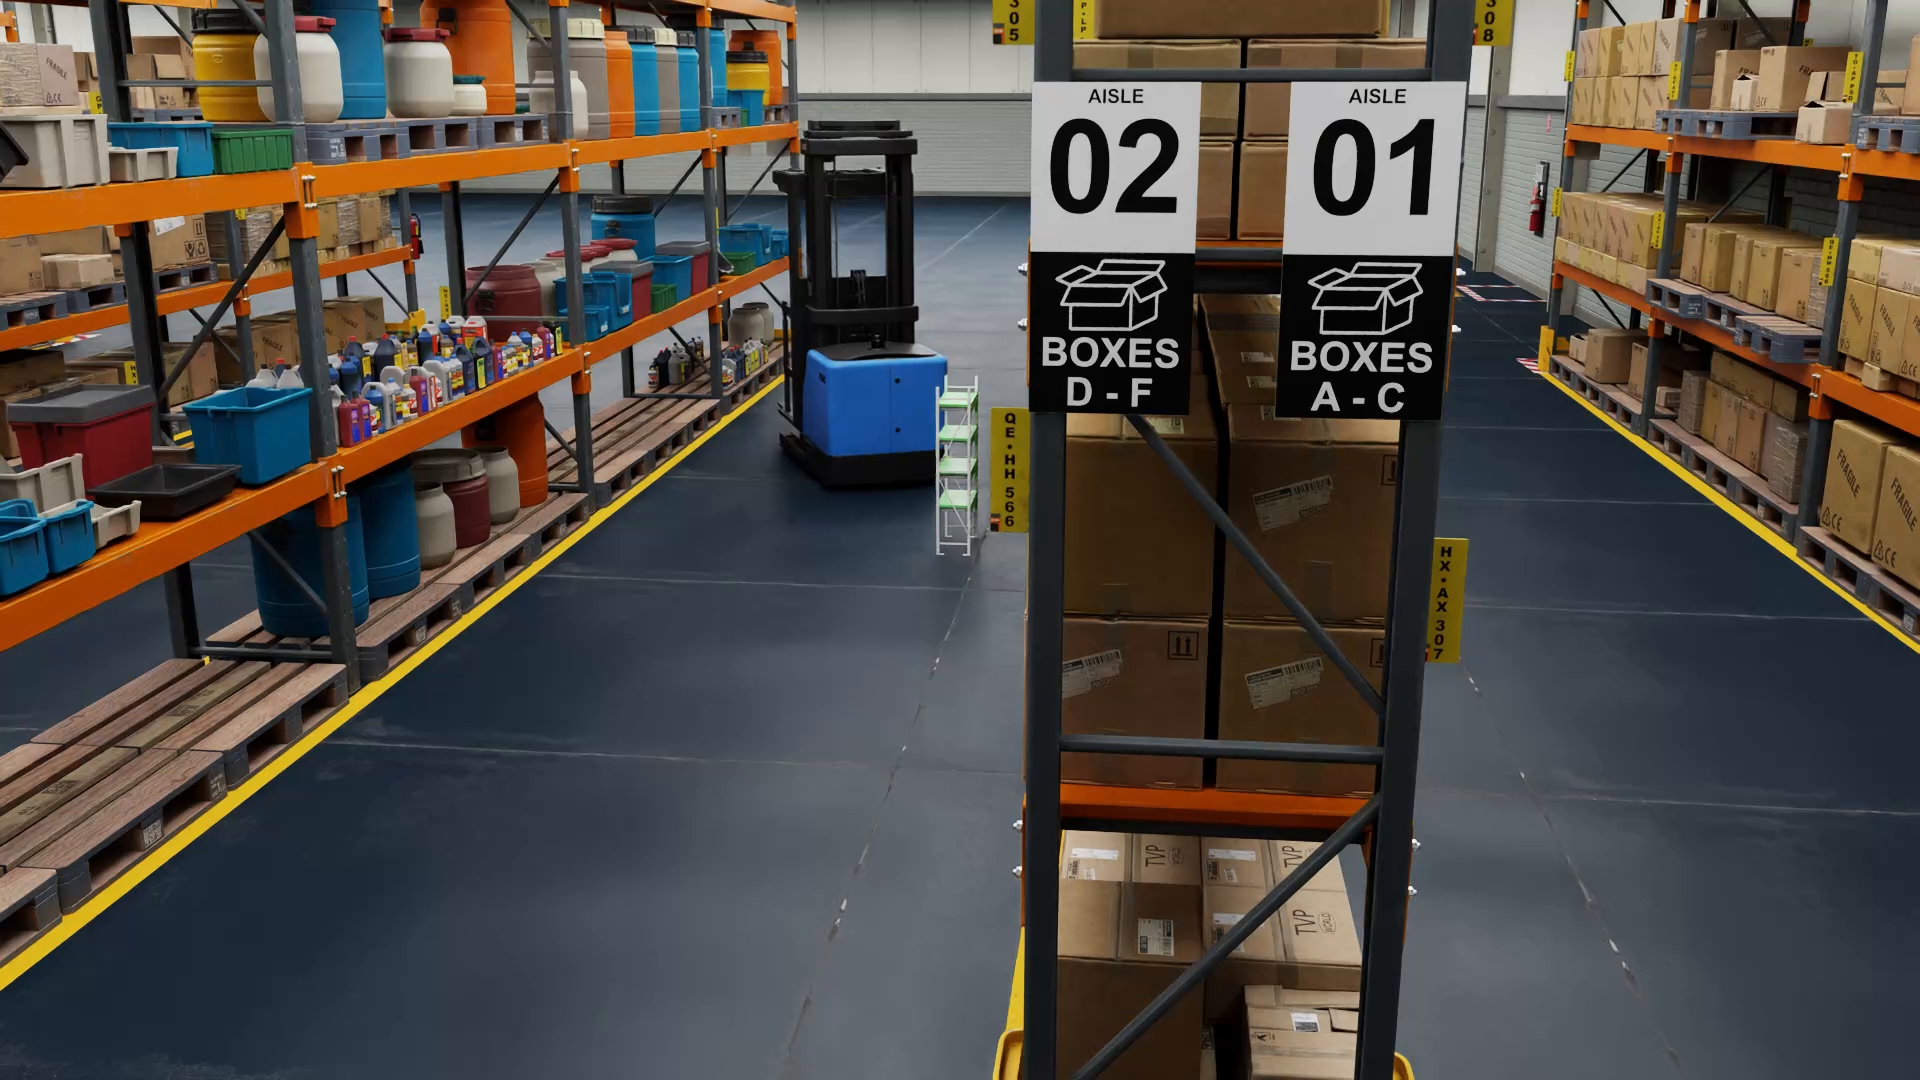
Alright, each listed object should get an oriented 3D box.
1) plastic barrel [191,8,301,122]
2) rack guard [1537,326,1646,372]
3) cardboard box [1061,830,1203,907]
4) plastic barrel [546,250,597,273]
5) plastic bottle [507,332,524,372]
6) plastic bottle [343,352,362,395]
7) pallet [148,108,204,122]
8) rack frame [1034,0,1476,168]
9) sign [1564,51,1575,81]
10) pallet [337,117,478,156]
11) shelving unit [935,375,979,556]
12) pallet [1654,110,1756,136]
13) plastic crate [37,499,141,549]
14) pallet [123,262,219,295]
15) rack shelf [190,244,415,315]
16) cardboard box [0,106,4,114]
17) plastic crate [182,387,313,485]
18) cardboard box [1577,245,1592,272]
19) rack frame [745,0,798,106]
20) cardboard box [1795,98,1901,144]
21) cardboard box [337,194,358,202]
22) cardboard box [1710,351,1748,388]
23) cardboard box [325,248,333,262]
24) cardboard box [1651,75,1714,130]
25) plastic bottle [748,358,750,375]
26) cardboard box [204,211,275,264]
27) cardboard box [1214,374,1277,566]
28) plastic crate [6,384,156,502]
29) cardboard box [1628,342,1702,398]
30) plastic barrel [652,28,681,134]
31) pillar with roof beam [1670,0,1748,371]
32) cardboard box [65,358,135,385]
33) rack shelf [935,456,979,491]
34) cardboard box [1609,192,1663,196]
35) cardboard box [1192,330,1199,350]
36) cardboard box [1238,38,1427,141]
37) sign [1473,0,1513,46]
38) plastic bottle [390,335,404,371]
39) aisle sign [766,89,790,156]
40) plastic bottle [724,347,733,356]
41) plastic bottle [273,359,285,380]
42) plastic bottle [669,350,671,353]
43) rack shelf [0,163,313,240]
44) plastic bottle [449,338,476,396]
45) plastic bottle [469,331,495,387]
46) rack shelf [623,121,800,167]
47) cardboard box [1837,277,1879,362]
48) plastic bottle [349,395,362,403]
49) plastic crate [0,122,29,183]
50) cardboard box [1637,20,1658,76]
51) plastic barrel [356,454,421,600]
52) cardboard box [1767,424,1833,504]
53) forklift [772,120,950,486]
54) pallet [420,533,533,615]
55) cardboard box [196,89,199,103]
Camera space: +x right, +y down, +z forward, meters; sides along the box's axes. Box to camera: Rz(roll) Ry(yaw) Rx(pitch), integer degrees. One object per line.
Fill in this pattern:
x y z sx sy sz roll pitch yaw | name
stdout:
-3.891 -2.613 9.167 0.600 0.588 0.600 0 15 0 | plastic barrel
7.397 -2.223 19.425 1.175 0.500 0.348 2 15 6 | rack guard
0.631 1.277 6.119 0.500 0.250 0.500 2 15 6 | cardboard box
-3.347 -2.225 14.384 0.433 0.535 0.433 0 15 0 | plastic barrel
-3.064 -1.296 11.456 0.097 0.271 0.097 0 15 0 | plastic bottle
-3.868 -1.063 10.592 0.097 0.271 0.097 0 15 0 | plastic bottle
-7.987 -4.050 16.006 1.213 0.211 1.003 2 15 6 | pallet
0.677 -2.340 3.578 1.000 3.000 0.127 2 15 6 | rack frame
6.866 -5.335 18.725 0.100 0.325 0.005 2 15 6 | sign
-3.676 -2.486 10.224 1.003 0.211 1.213 2 15 6 | pallet
-0.019 -0.536 11.847 0.258 1.200 0.503 2 15 6 | shelving unit
6.778 -3.612 14.387 1.213 0.211 1.003 2 15 6 | pallet
-3.690 -0.070 7.064 0.293 0.136 0.466 2 15 6 | plastic crate
-8.042 -2.563 16.261 1.003 0.211 1.213 2 15 6 | pallet
-7.585 -3.021 18.966 1.077 0.370 4.000 2 15 6 | rack shelf
-7.957 -3.302 13.168 0.500 0.250 0.500 2 15 7 | cardboard box
-3.506 -0.519 8.250 0.392 0.384 0.575 2 15 6 | plastic crate
6.927 -3.002 17.767 0.500 0.250 0.500 1 15 5 | cardboard box
-2.438 -6.637 19.468 1.000 3.000 0.127 2 15 6 | rack frame
6.316 -2.984 11.836 0.500 0.311 0.500 2 15 6 | cardboard box
-7.286 -4.152 19.094 0.500 0.500 0.500 2 15 6 | cardboard box
6.841 -1.474 14.375 0.500 0.250 0.500 1 15 5 | cardboard box
-7.349 -3.231 18.845 0.380 0.149 0.250 2 15 6 | cardboard box
6.766 -4.057 15.441 0.500 0.500 0.500 2 15 8 | cardboard box
-2.310 -1.884 17.901 0.097 0.201 0.097 0 15 0 | plastic bottle
-7.699 -3.156 17.327 0.875 0.500 0.500 2 15 6 | cardboard box
1.041 -0.218 5.116 0.500 0.500 0.500 2 15 7 | cardboard box
-4.142 -0.464 7.895 0.402 0.464 0.583 2 15 6 | plastic crate
7.031 -1.688 16.604 0.500 0.500 0.500 1 15 2 | cardboard box
-2.805 -4.086 14.818 0.600 0.901 0.600 0 15 0 | plastic barrel
3.908 -6.265 18.092 9.100 9.000 0.400 2 15 6 | pillar with roof beam
-8.037 -1.428 15.644 0.700 0.500 0.500 0 15 1 | cardboard box
-0.019 -0.475 11.863 0.258 0.148 0.480 2 15 6 | rack shelf
7.563 -3.620 18.615 0.500 0.500 0.500 2 15 6 | cardboard box
0.622 -0.498 6.149 0.500 0.500 0.500 2 15 8 | cardboard box
0.994 -1.187 4.388 0.500 0.250 0.500 2 15 6 | cardboard box
1.217 -1.298 3.796 0.100 0.325 0.005 2 15 6 | sign
-3.845 -1.258 11.313 0.097 0.271 0.097 0 15 0 | plastic bottle
-2.135 -5.006 19.948 0.394 0.787 0.004 2 15 6 | aisle sign
-2.467 -1.955 18.022 0.152 0.276 0.135 2 15 6 | plastic bottle
-3.993 -0.901 9.842 0.144 0.351 0.185 2 15 6 | plastic bottle
-3.105 -1.873 17.705 0.061 0.283 0.133 3 15 10 | plastic bottle
-4.018 -1.211 6.525 1.077 0.370 4.000 2 15 6 | rack shelf
-3.187 -1.106 10.600 0.144 0.351 0.185 2 15 6 | plastic bottle
-3.151 -1.188 10.905 0.144 0.351 0.185 2 15 6 | plastic bottle
-2.664 -4.323 18.035 1.077 0.370 4.000 2 15 6 | rack shelf
6.194 -1.457 11.006 0.500 0.500 0.500 2 15 8 | cardboard box
-3.446 -0.735 9.516 0.097 0.201 0.097 0 15 0 | plastic bottle
-3.798 -1.397 5.956 0.504 0.338 0.767 2 15 6 | plastic crate
6.793 -4.682 15.837 0.500 0.500 0.500 3 15 9 | cardboard box
-3.634 -0.143 10.159 0.600 0.901 0.708 2 15 6 | plastic barrel
6.532 -0.568 12.463 0.700 0.500 0.500 2 15 7 | cardboard box
-1.010 -2.201 14.687 1.130 2.935 3.031 -5 16 -17 | forklift
-3.529 0.201 11.014 1.003 0.211 1.213 2 15 6 | pallet
-7.468 -4.493 16.808 0.380 0.149 0.250 1 15 5 | cardboard box
